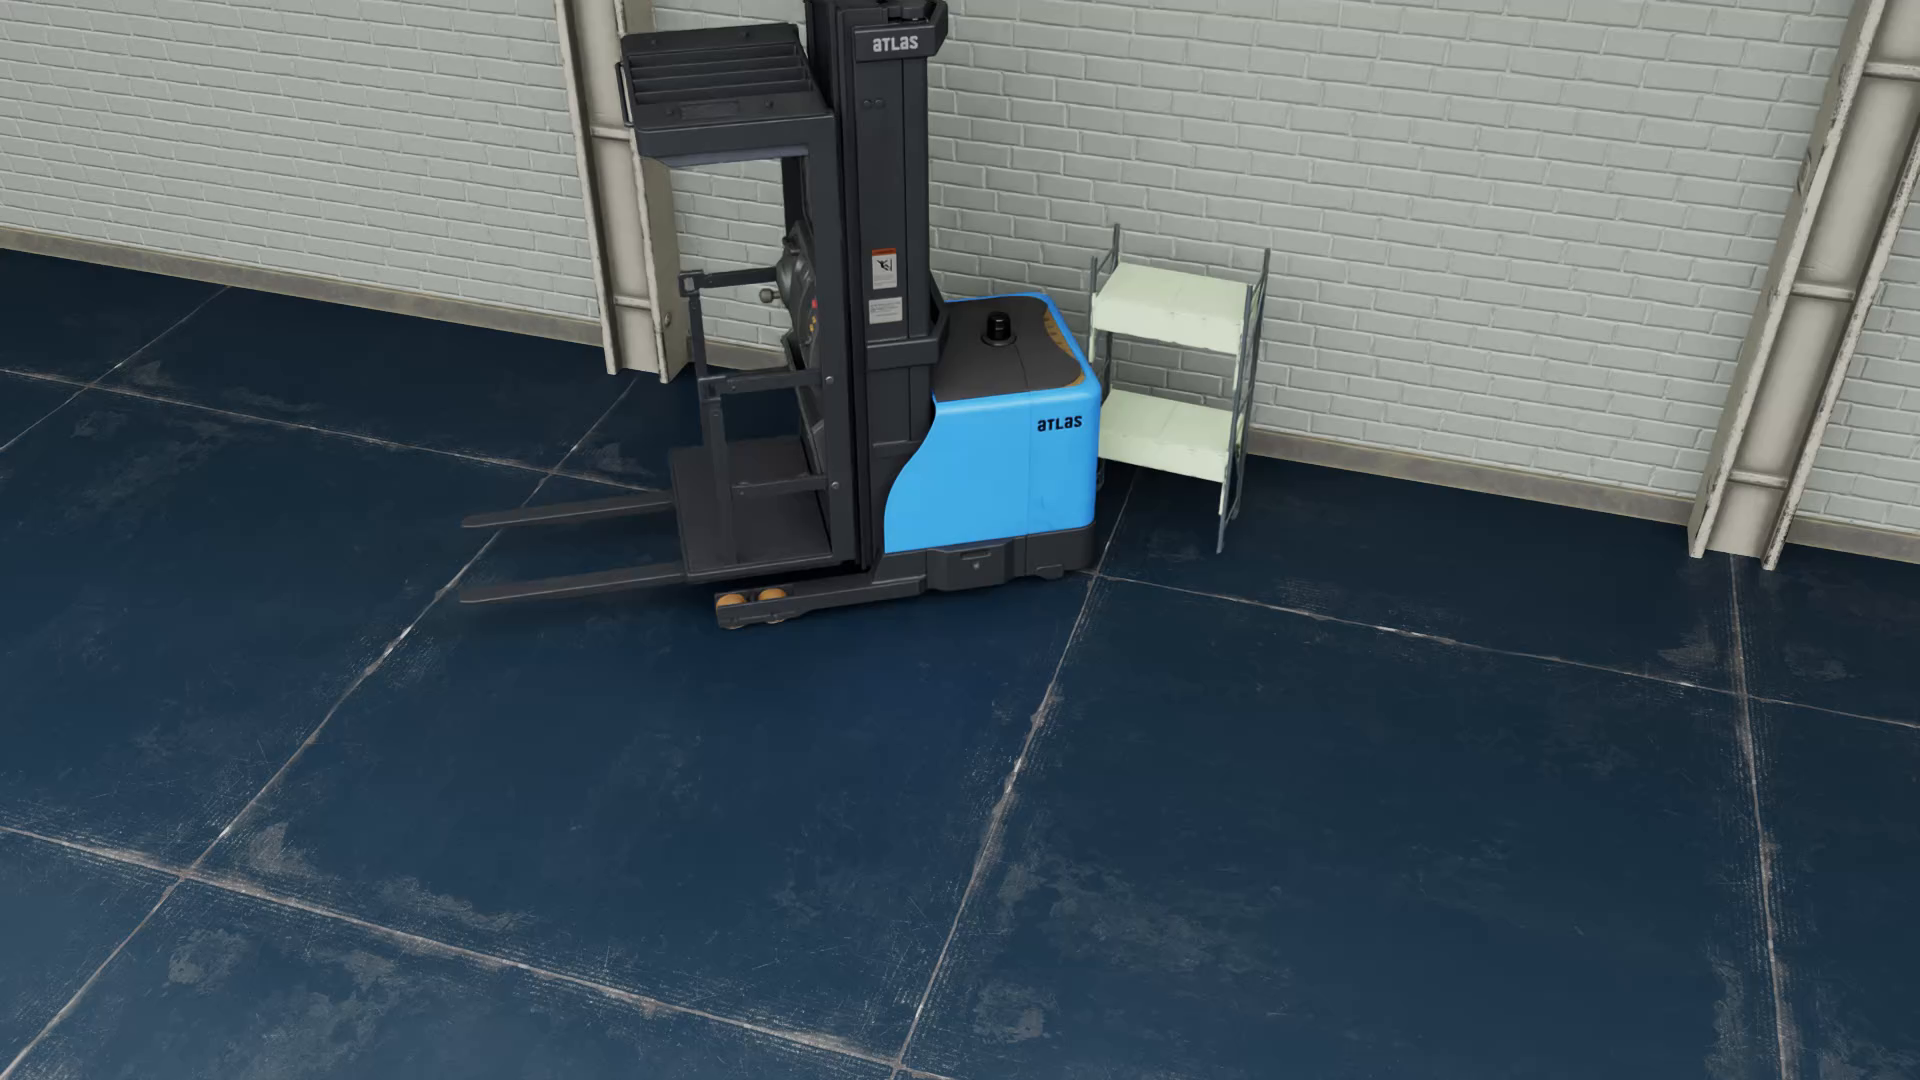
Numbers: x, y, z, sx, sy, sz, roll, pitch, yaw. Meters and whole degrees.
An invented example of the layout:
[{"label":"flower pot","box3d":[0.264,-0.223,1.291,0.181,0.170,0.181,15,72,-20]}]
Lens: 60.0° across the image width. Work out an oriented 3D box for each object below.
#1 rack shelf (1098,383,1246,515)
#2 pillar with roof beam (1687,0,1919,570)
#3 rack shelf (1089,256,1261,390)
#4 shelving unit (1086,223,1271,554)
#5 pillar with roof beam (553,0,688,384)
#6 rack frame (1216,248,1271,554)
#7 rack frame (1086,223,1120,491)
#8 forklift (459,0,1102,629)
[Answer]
[{"label":"rack shelf","box3d":[1.027,-0.463,8.349,0.720,0.370,0.431,13,38,17]},{"label":"pillar with roof beam","box3d":[2.605,-1.159,2.418,0.400,9.000,9.100,10,38,14]},{"label":"rack shelf","box3d":[1.027,-1.040,7.924,0.720,0.370,0.431,13,38,17]},{"label":"shelving unit","box3d":[1.027,-0.725,8.155,0.755,1.500,0.431,13,38,17]},{"label":"pillar with roof beam","box3d":[-3.122,-2.219,3.859,0.400,9.000,9.100,10,38,14]},{"label":"rack frame","box3d":[1.369,-0.648,8.050,0.023,1.500,0.400,13,38,17]},{"label":"rack frame","box3d":[0.686,-0.803,8.261,0.023,1.500,0.400,13,38,17]},{"label":"forklift","box3d":[-0.907,-1.104,7.462,3.031,2.935,1.130,-8,37,-10]}]
